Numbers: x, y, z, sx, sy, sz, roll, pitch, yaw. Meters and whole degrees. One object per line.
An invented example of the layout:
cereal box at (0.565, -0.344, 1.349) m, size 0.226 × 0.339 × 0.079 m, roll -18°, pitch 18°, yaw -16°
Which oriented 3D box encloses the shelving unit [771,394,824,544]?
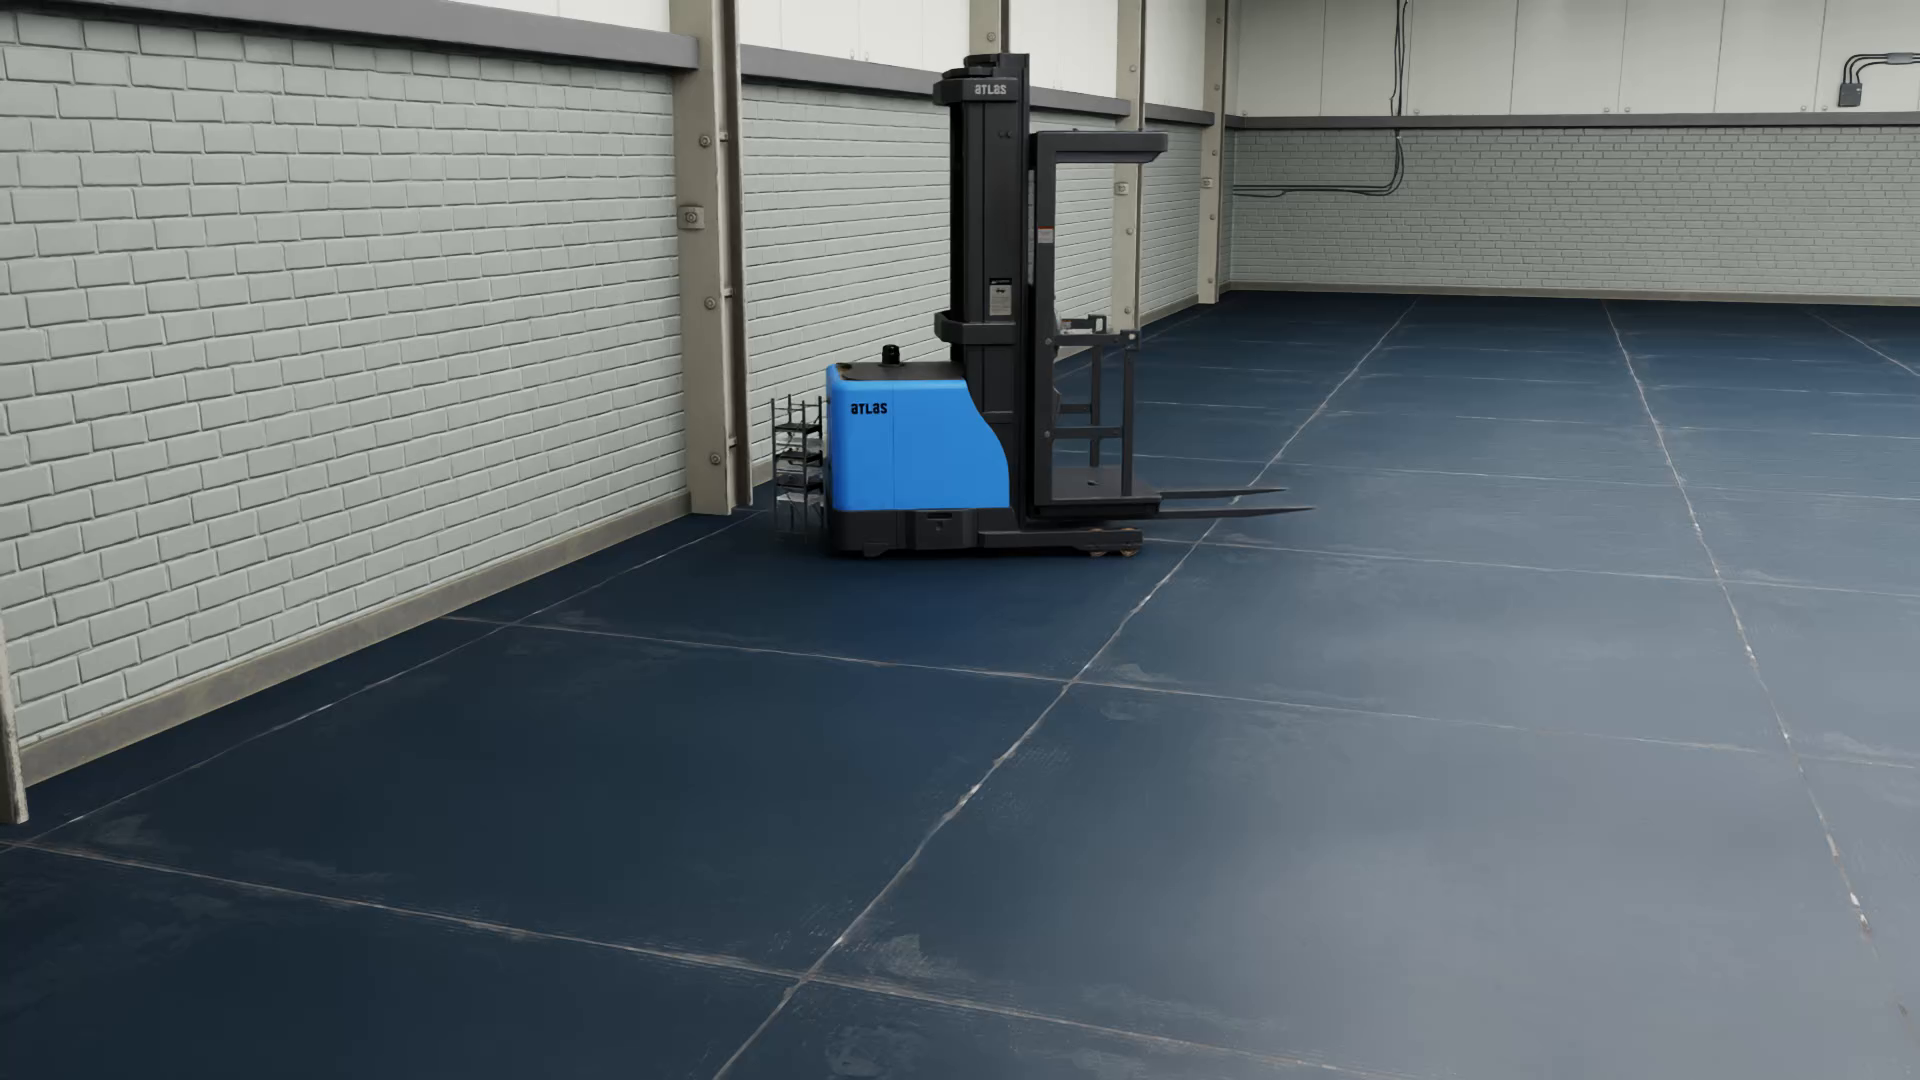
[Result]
shelving unit at (-1.016, -0.448, 10.429) m, size 0.258 × 0.900 × 0.210 m, roll 6°, pitch 14°, yaw 24°

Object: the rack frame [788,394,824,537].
rack frame at (-0.973, -0.469, 10.519) m, size 0.240 × 0.900 × 0.006 m, roll 6°, pitch 14°, yaw 24°

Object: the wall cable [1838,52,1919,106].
wall cable at (15.358, -9.892, 25.963) m, size 2.305 × 6.003 × 0.169 m, roll 4°, pitch 14°, yaw 18°

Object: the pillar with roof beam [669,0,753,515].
pillar with roof beam at (2.425, -4.296, 9.088) m, size 9.100 × 9.000 × 0.400 m, roll 4°, pitch 14°, yaw 18°

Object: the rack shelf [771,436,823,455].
rack shelf at (-1.016, -0.591, 10.396) m, size 0.258 × 0.077 × 0.200 m, roll 6°, pitch 14°, yaw 24°

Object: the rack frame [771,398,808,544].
rack frame at (-1.059, -0.428, 10.339) m, size 0.240 × 0.900 × 0.006 m, roll 6°, pitch 14°, yaw 24°

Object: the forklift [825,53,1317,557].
forklift at (0.685, -1.448, 10.243) m, size 3.031 × 2.935 × 1.130 m, roll -1°, pitch 13°, yaw -7°

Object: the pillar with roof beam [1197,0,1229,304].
pillar with roof beam at (8.249, -8.086, 25.693) m, size 9.100 × 9.000 × 0.400 m, roll 4°, pitch 14°, yaw 18°

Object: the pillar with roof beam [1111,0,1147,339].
pillar with roof beam at (6.308, -6.823, 20.158) m, size 9.100 × 9.000 × 0.400 m, roll 4°, pitch 14°, yaw 18°

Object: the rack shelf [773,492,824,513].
rack shelf at (-1.016, -0.240, 10.476) m, size 0.258 × 0.077 × 0.200 m, roll 6°, pitch 14°, yaw 24°

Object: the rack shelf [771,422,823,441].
rack shelf at (-1.016, -0.679, 10.376) m, size 0.258 × 0.077 × 0.200 m, roll 6°, pitch 14°, yaw 24°

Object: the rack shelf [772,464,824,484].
rack shelf at (-1.016, -0.416, 10.436) m, size 0.258 × 0.077 × 0.200 m, roll 6°, pitch 14°, yaw 24°

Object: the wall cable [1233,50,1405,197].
wall cable at (6.380, -7.407, 29.697) m, size 3.097 × 2.526 × 0.112 m, roll 4°, pitch 14°, yaw 18°

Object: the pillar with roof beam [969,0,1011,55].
pillar with roof beam at (4.366, -5.559, 14.623) m, size 9.100 × 9.000 × 0.400 m, roll 4°, pitch 14°, yaw 18°

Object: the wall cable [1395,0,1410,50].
wall cable at (8.940, -9.675, 28.281) m, size 3.097 × 2.526 × 0.112 m, roll 4°, pitch 14°, yaw 18°

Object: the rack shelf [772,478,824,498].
rack shelf at (-1.016, -0.328, 10.456) m, size 0.258 × 0.077 × 0.200 m, roll 6°, pitch 14°, yaw 24°

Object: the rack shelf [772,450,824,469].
rack shelf at (-1.016, -0.503, 10.416) m, size 0.258 × 0.077 × 0.200 m, roll 6°, pitch 14°, yaw 24°
